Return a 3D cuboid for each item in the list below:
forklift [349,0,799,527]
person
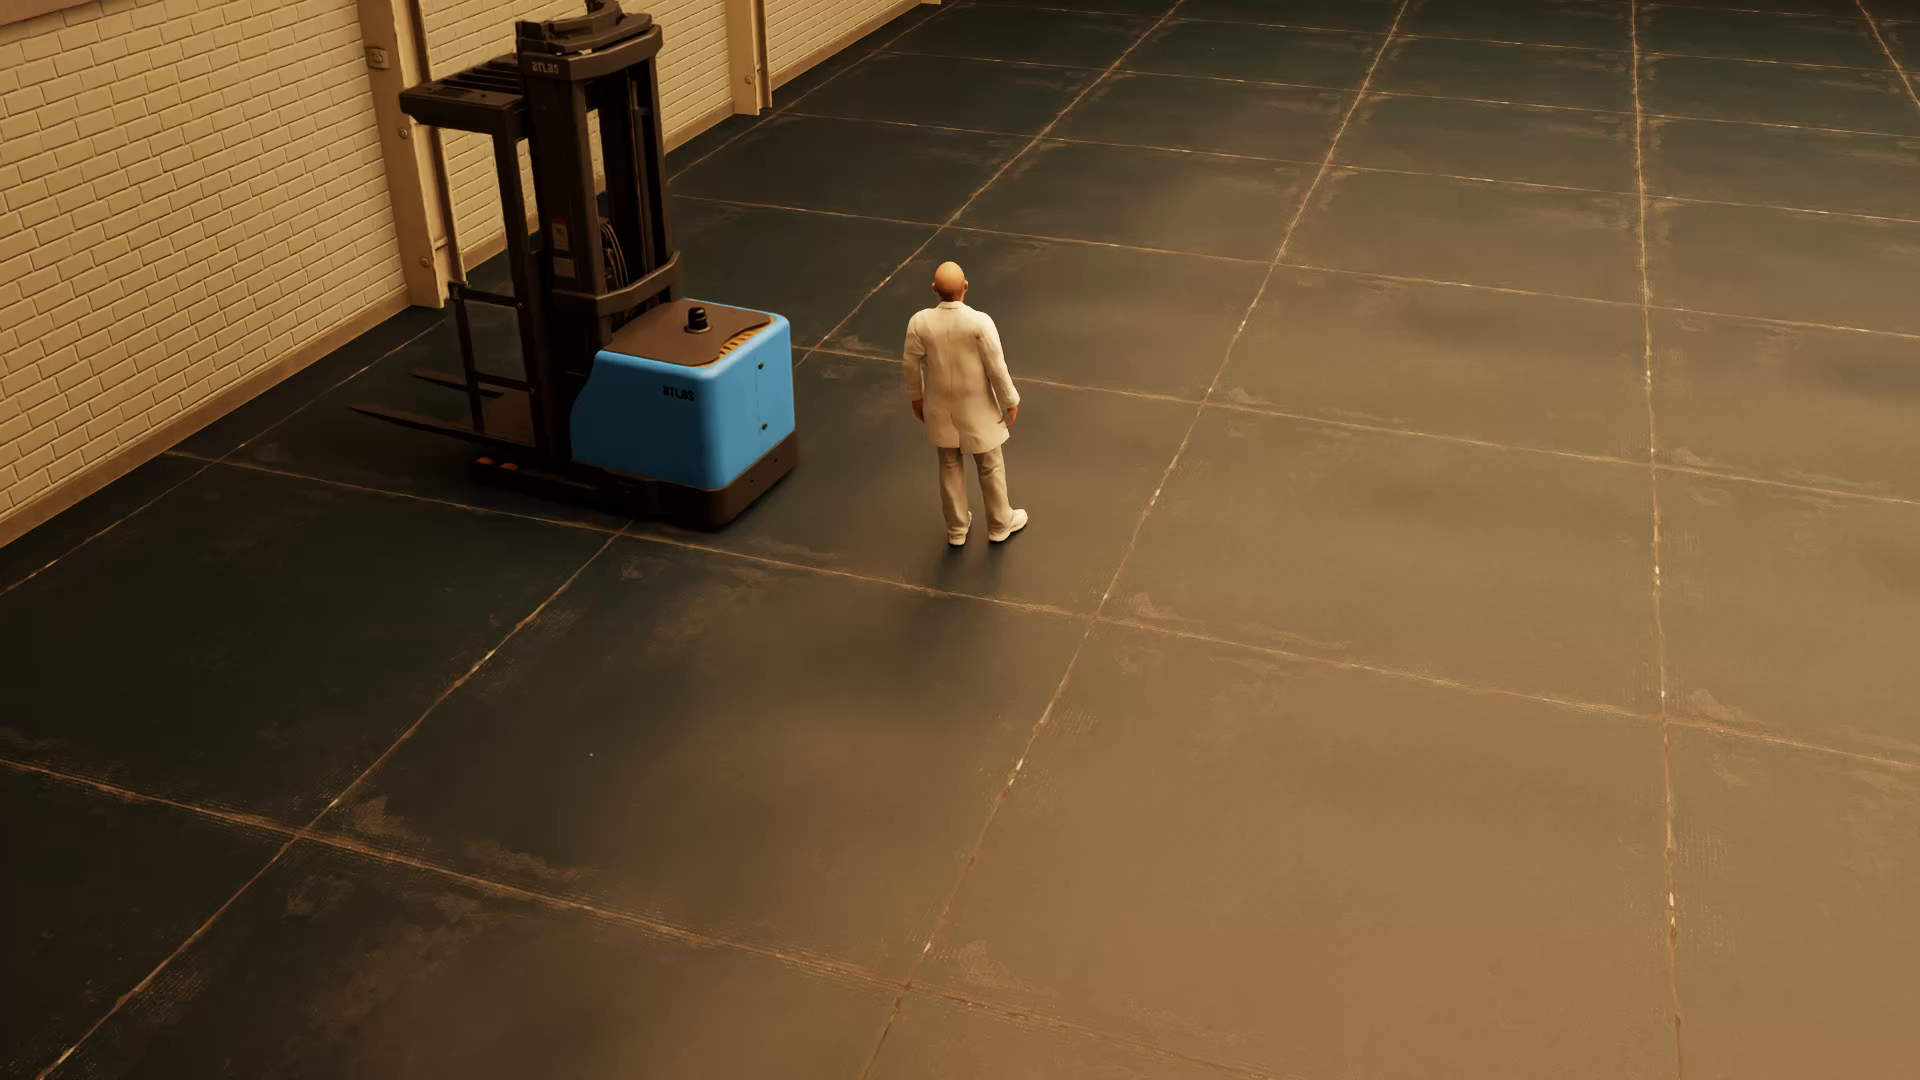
[{"bbox_3d":[-2.613,-1.826,10.340,3.031,2.935,1.130,12,32,21],"label":"forklift"},{"bbox_3d":[0.033,-0.820,9.726,0.698,1.776,0.580,10,31,16],"label":"person"}]
